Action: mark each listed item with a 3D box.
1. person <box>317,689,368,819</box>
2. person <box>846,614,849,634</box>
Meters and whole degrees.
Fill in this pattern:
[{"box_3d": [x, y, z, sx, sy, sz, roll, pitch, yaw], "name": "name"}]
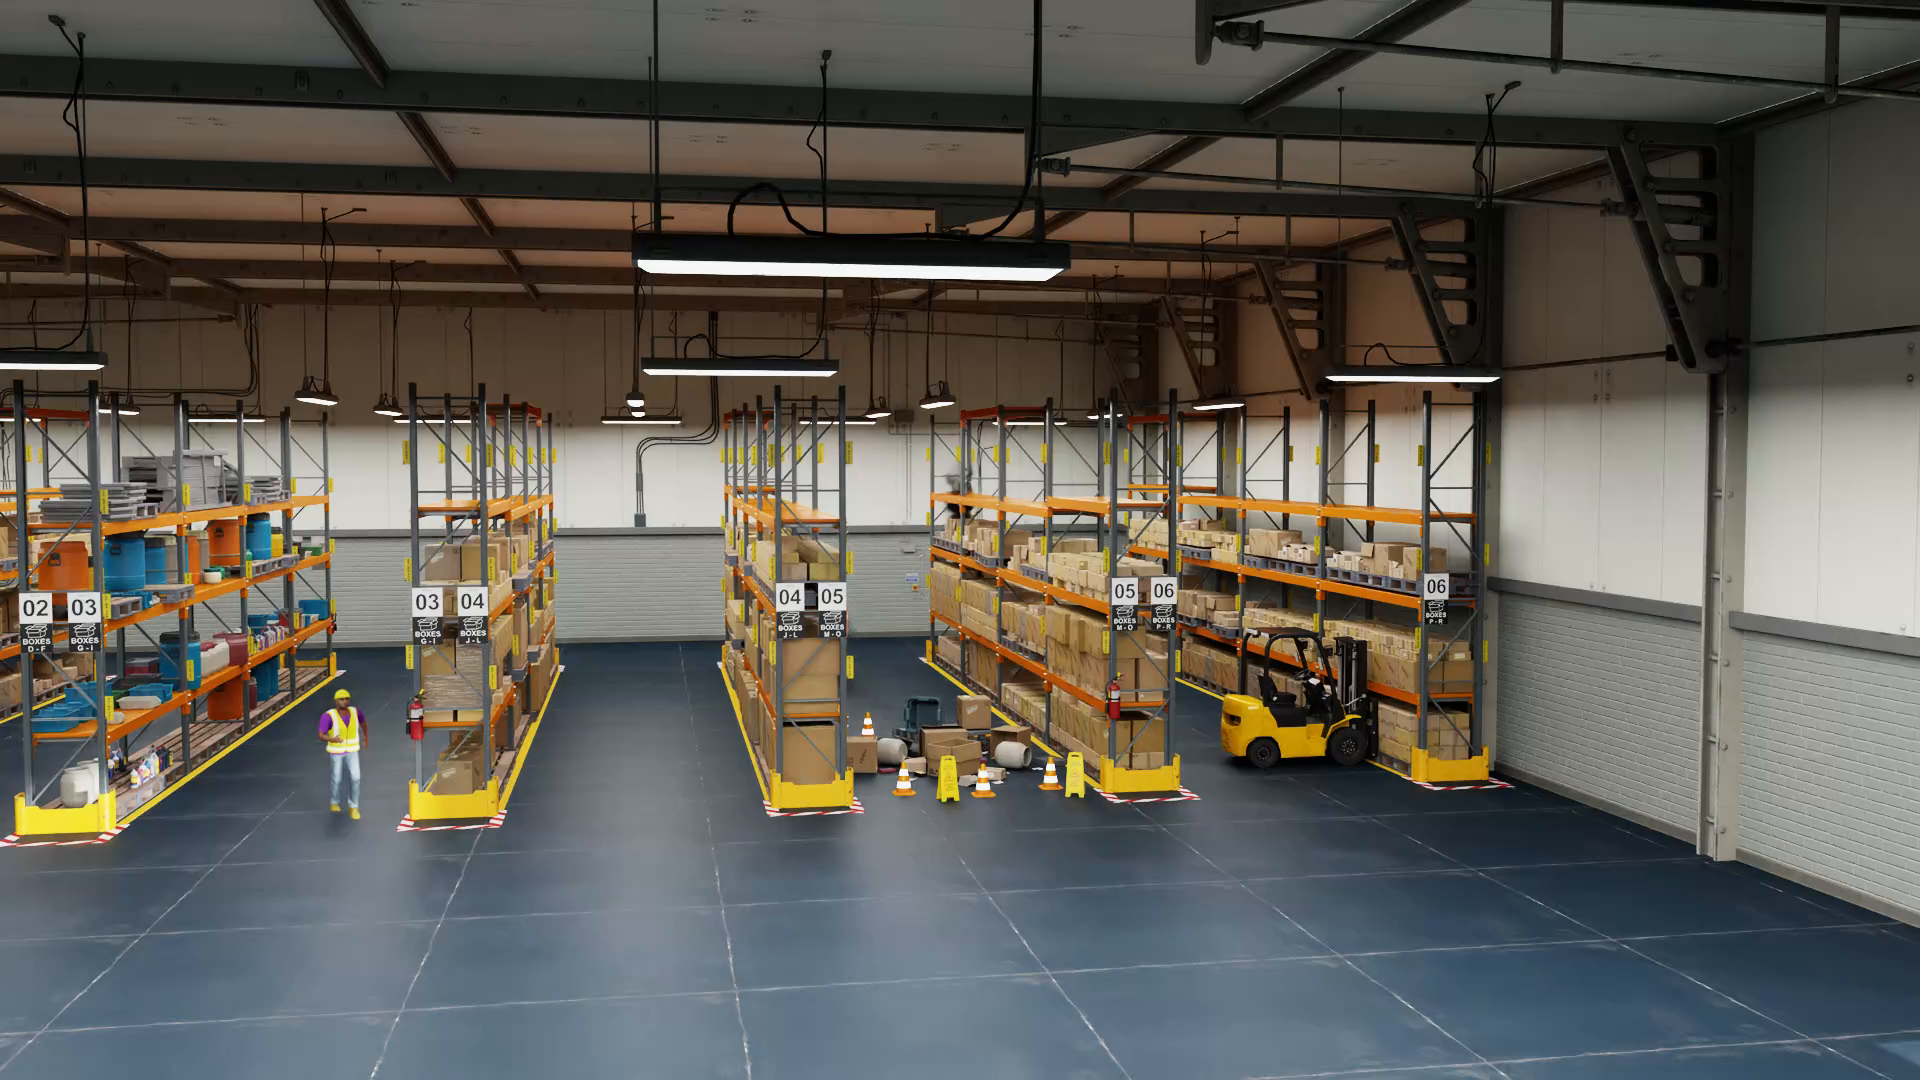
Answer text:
[{"box_3d": [-8.509, 2.975, 22.989, 0.725, 1.843, 0.746, -2, 4, -35], "name": "person"}, {"box_3d": [-2.843, 2.090, 37.420, 0.661, 1.734, 0.993, -1, 3, -15], "name": "person"}]
